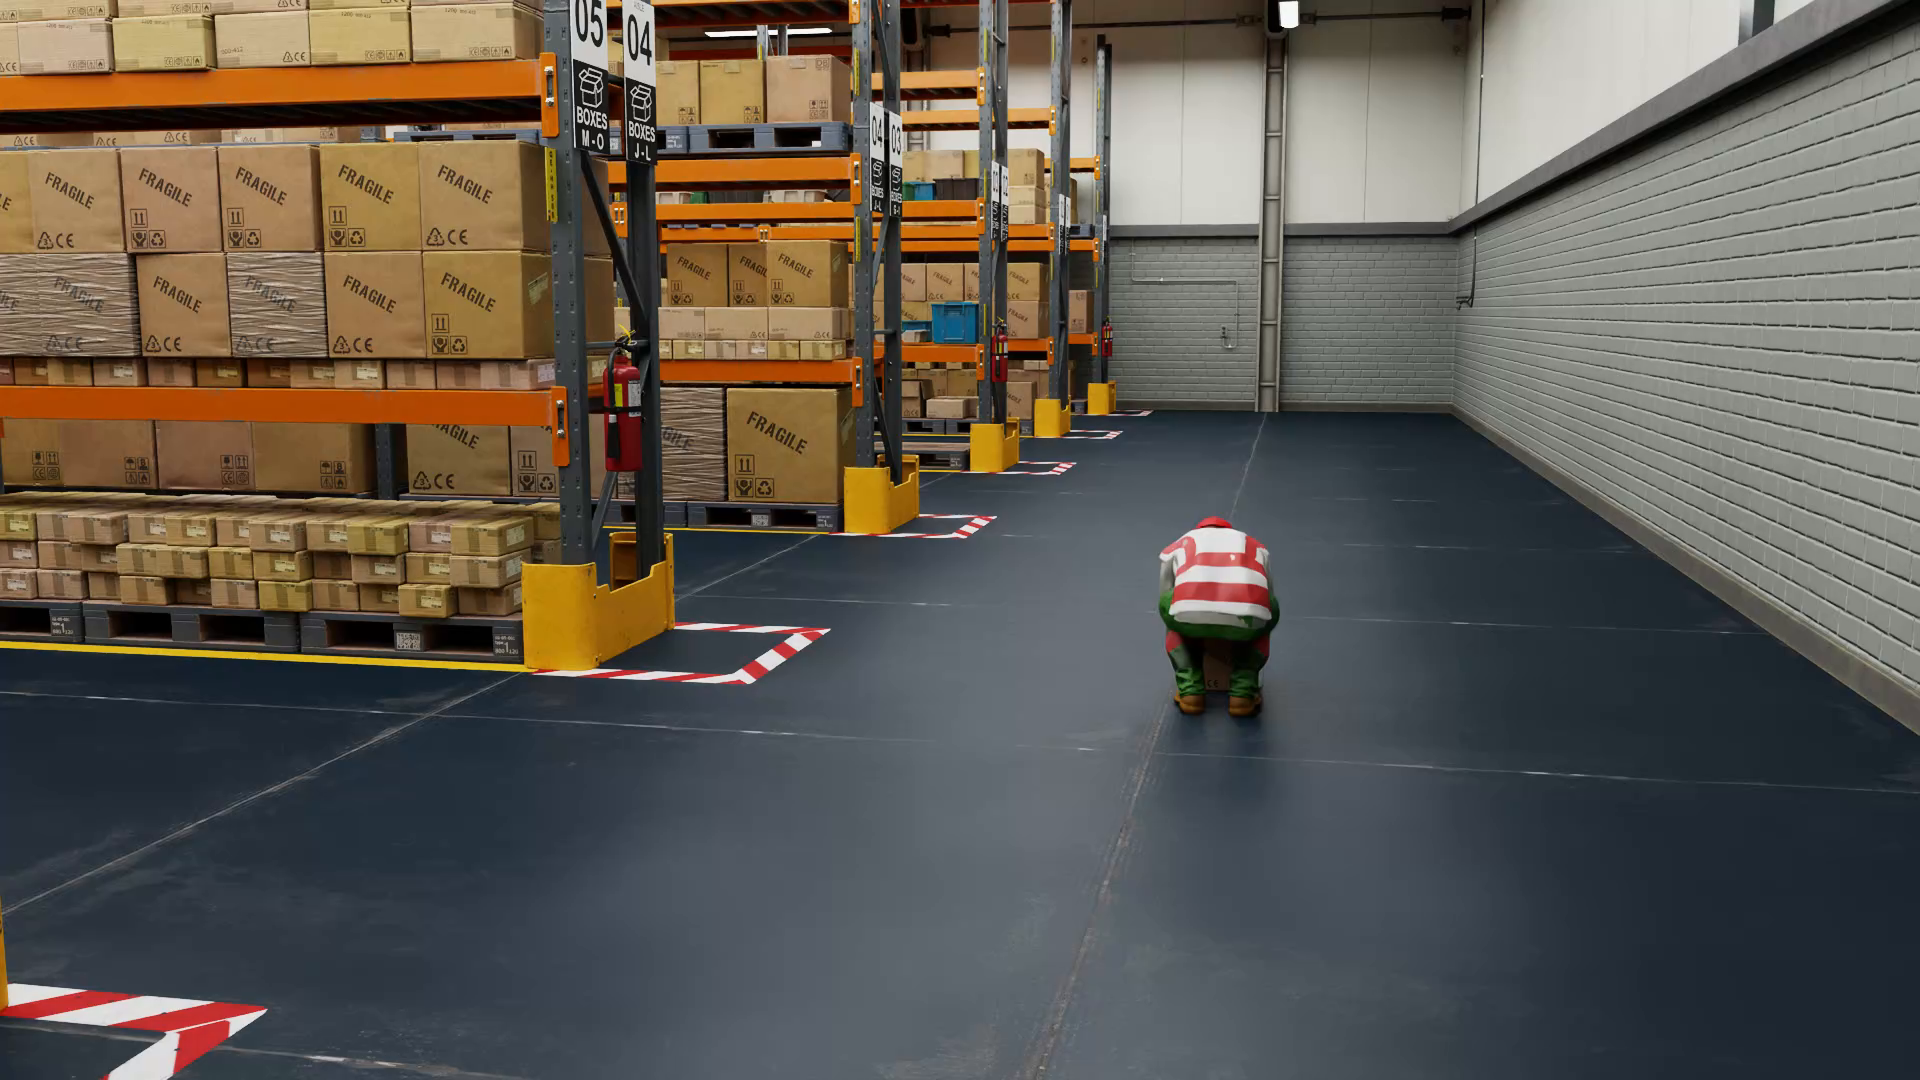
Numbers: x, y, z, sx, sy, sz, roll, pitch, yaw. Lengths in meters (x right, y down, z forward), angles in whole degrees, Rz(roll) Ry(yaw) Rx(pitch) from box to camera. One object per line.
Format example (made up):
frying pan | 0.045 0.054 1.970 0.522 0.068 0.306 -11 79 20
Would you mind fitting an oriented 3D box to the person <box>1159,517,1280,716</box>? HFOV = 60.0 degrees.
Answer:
person | 1.107 0.351 7.143 0.520 0.817 0.945 1 8 10
